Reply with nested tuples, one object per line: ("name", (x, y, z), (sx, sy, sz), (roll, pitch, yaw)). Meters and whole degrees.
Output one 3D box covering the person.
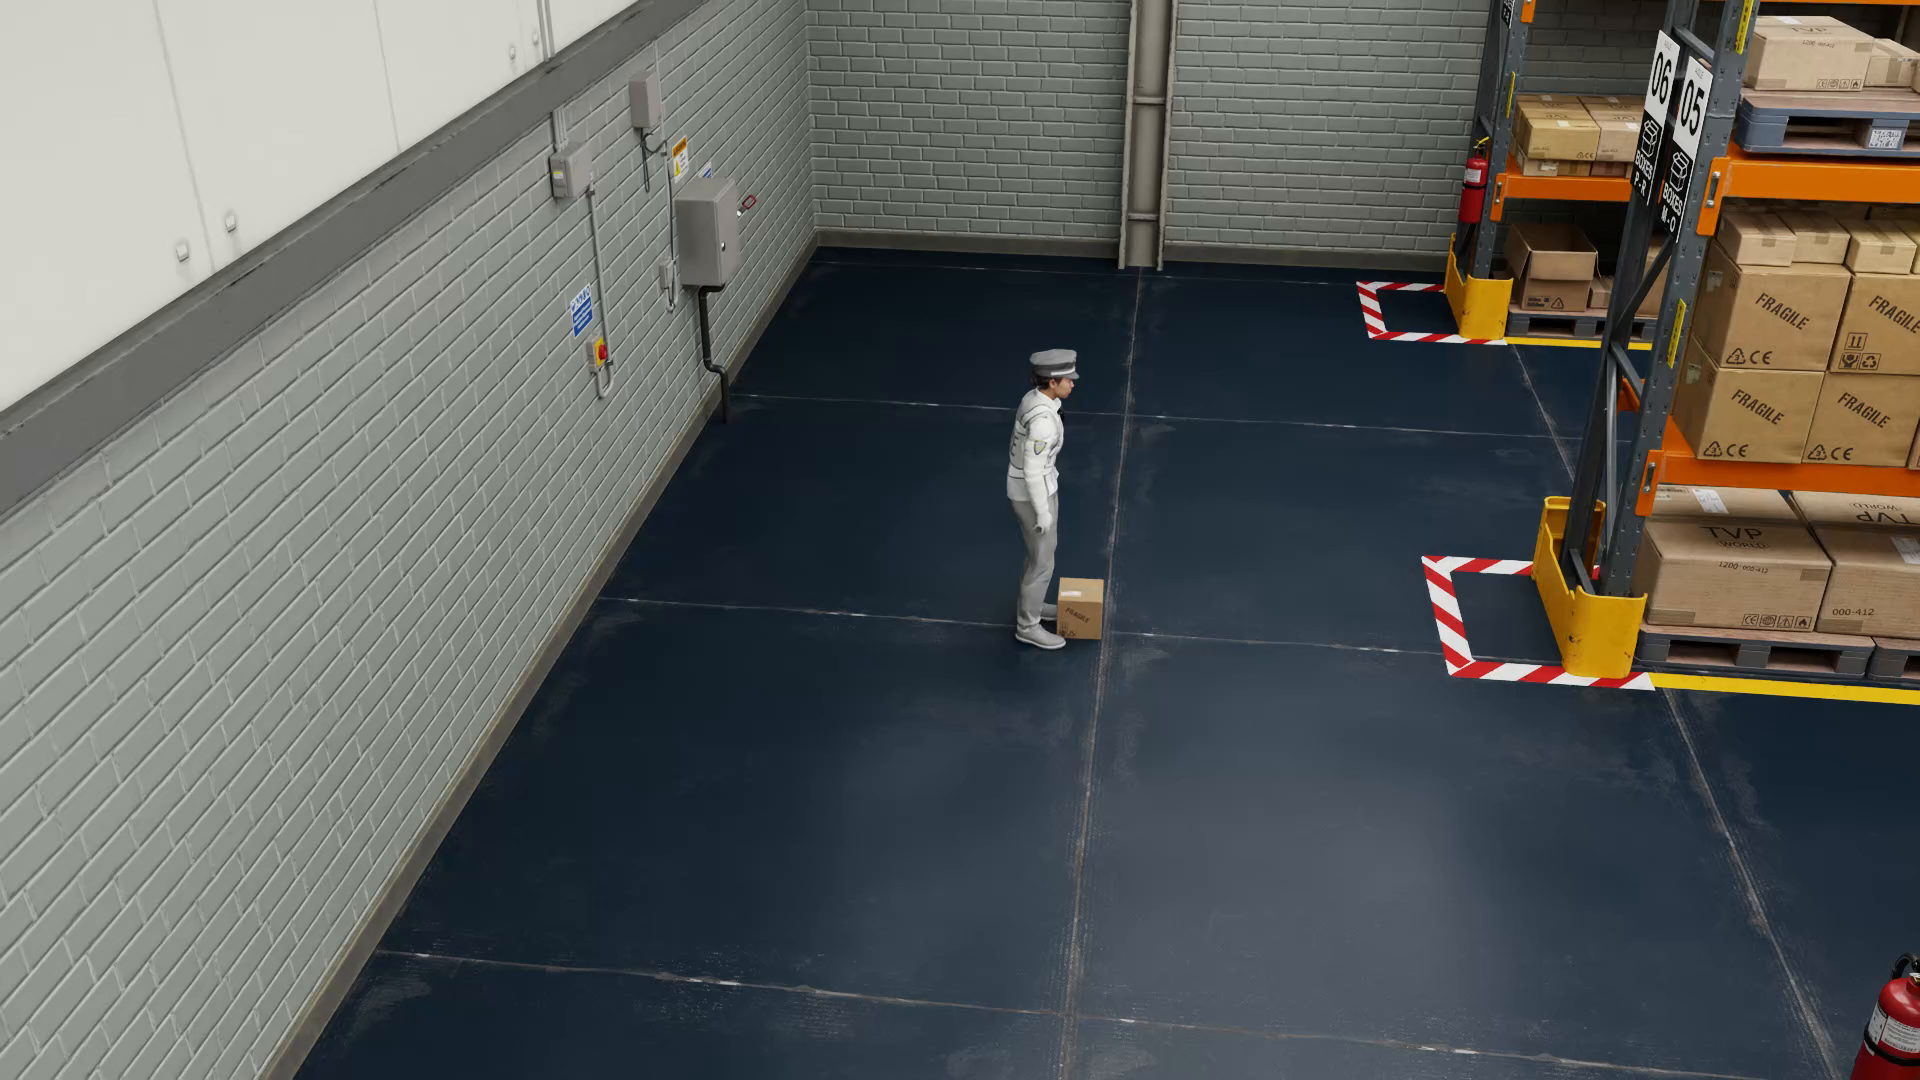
("person", (0.437, -0.244, 9.070), (0.375, 1.661, 0.532), (2, 29, 4))
